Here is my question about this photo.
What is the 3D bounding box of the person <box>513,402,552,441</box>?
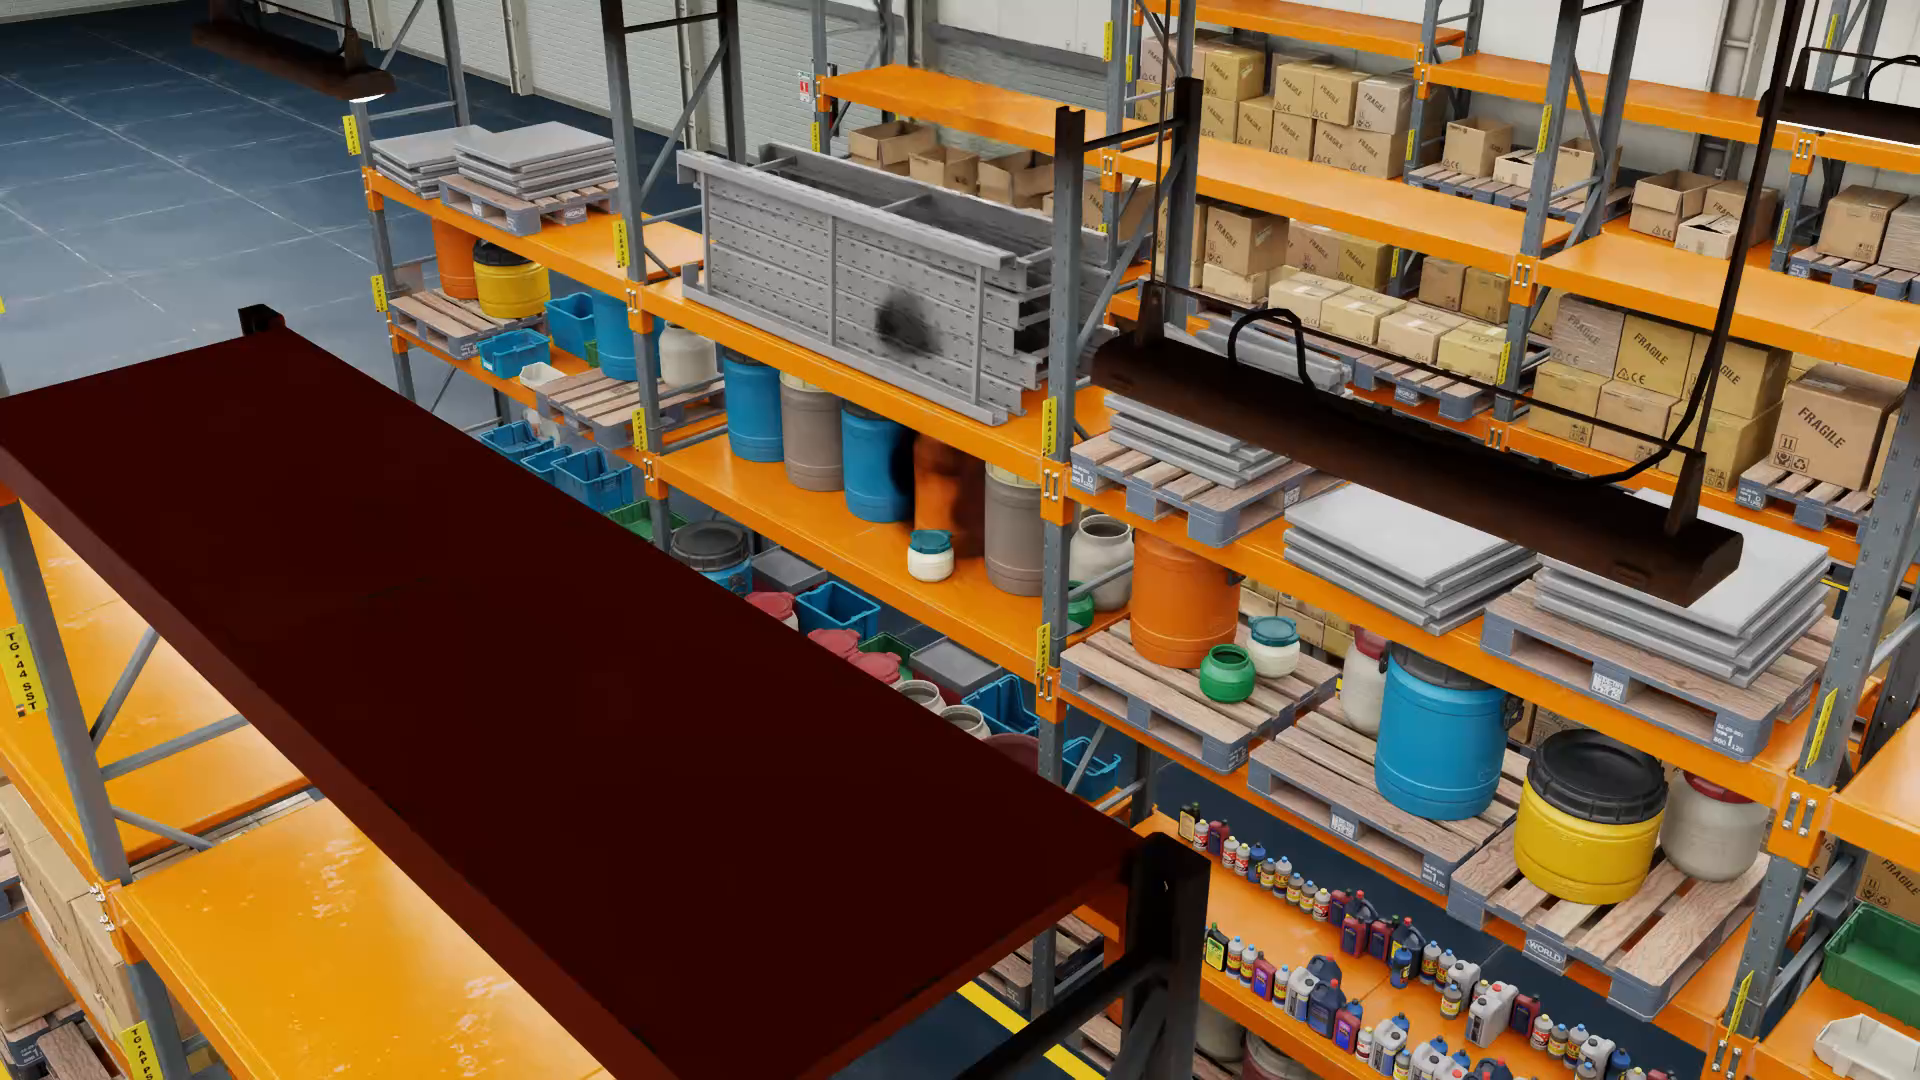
[{"bbox_3d":[-4.305,-0.967,16.969,0.600,1.638,0.606,7,29,12],"label":"person"}]
